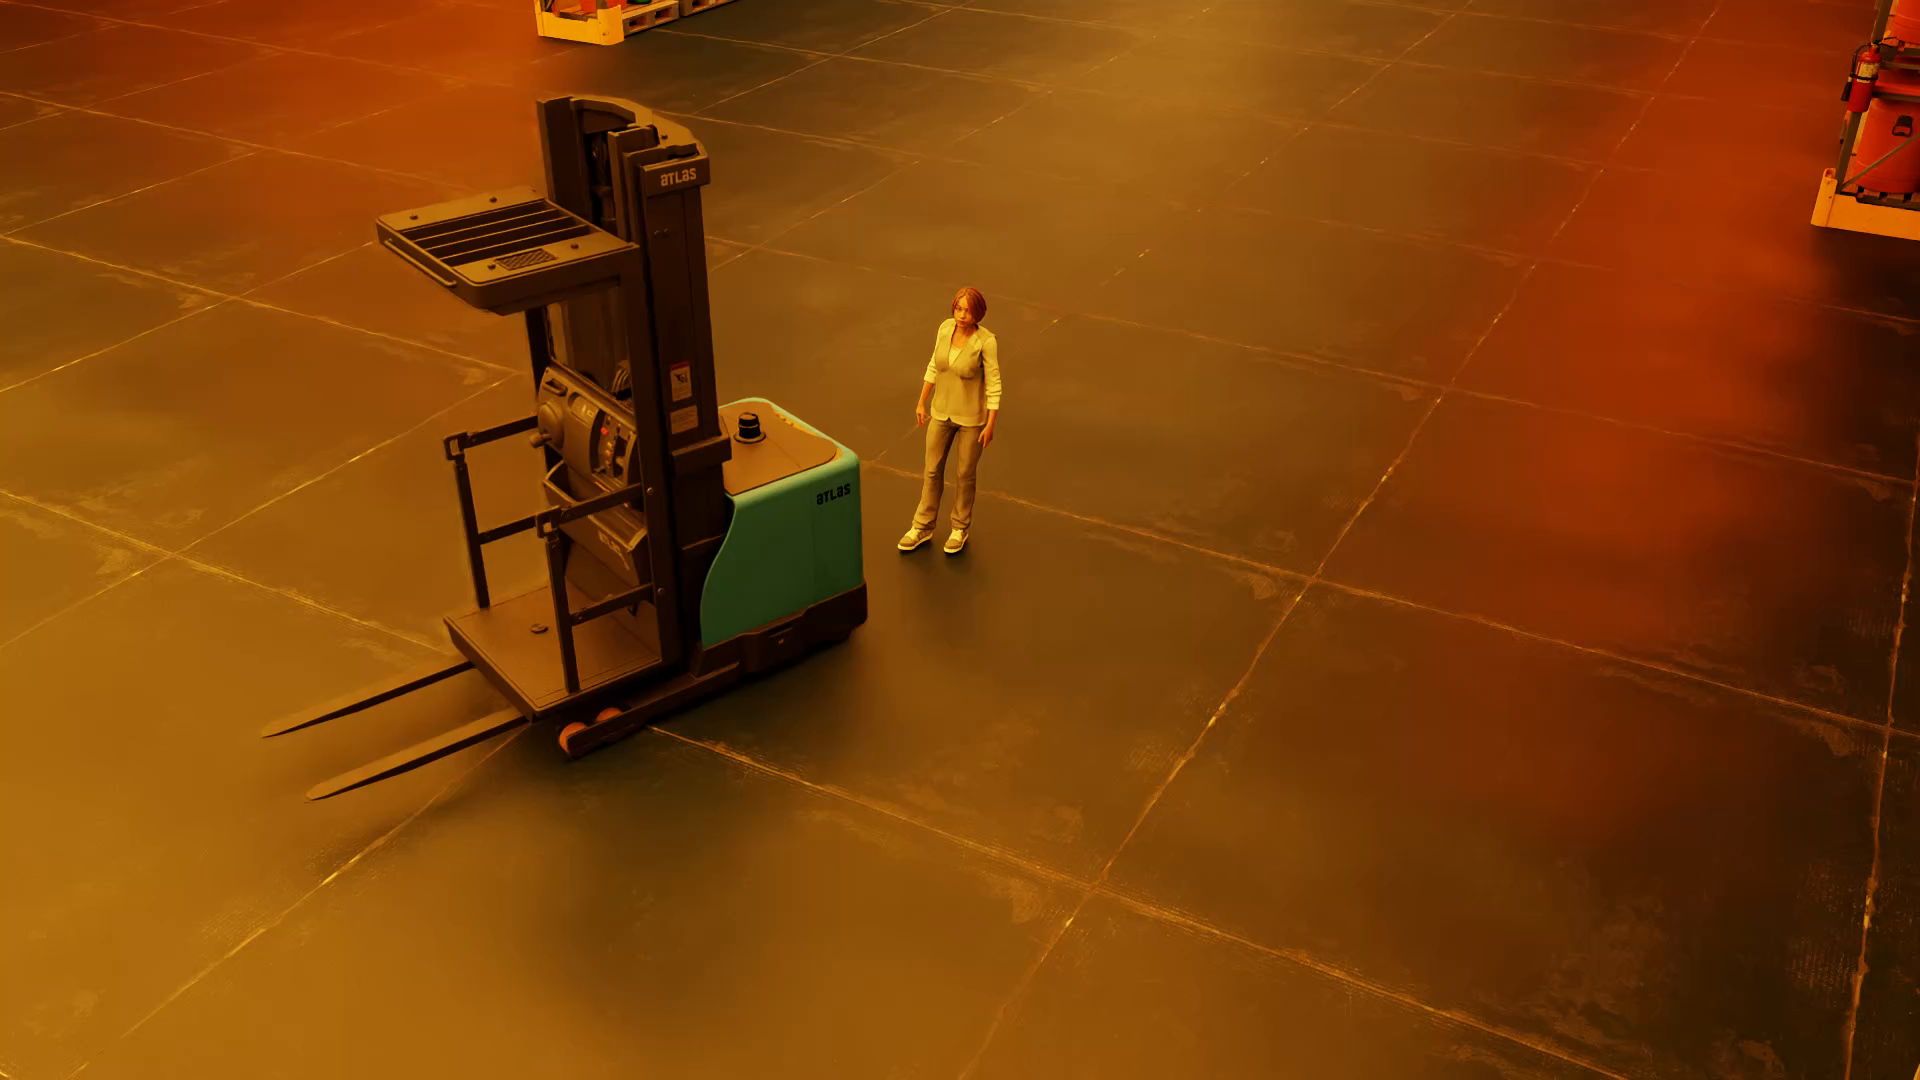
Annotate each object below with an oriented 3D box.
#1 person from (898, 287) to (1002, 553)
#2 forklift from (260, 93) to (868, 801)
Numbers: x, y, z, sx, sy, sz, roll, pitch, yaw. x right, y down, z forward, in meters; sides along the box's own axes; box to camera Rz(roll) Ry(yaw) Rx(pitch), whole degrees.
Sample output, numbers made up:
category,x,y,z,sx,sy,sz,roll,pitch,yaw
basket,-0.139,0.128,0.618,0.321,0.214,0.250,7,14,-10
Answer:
category,x,y,z,sx,sy,sz,roll,pitch,yaw
person,-0.048,-0.669,9.550,0.521,1.596,0.475,15,33,25
forklift,-1.971,-0.506,7.947,3.031,2.935,1.130,-22,37,-33
